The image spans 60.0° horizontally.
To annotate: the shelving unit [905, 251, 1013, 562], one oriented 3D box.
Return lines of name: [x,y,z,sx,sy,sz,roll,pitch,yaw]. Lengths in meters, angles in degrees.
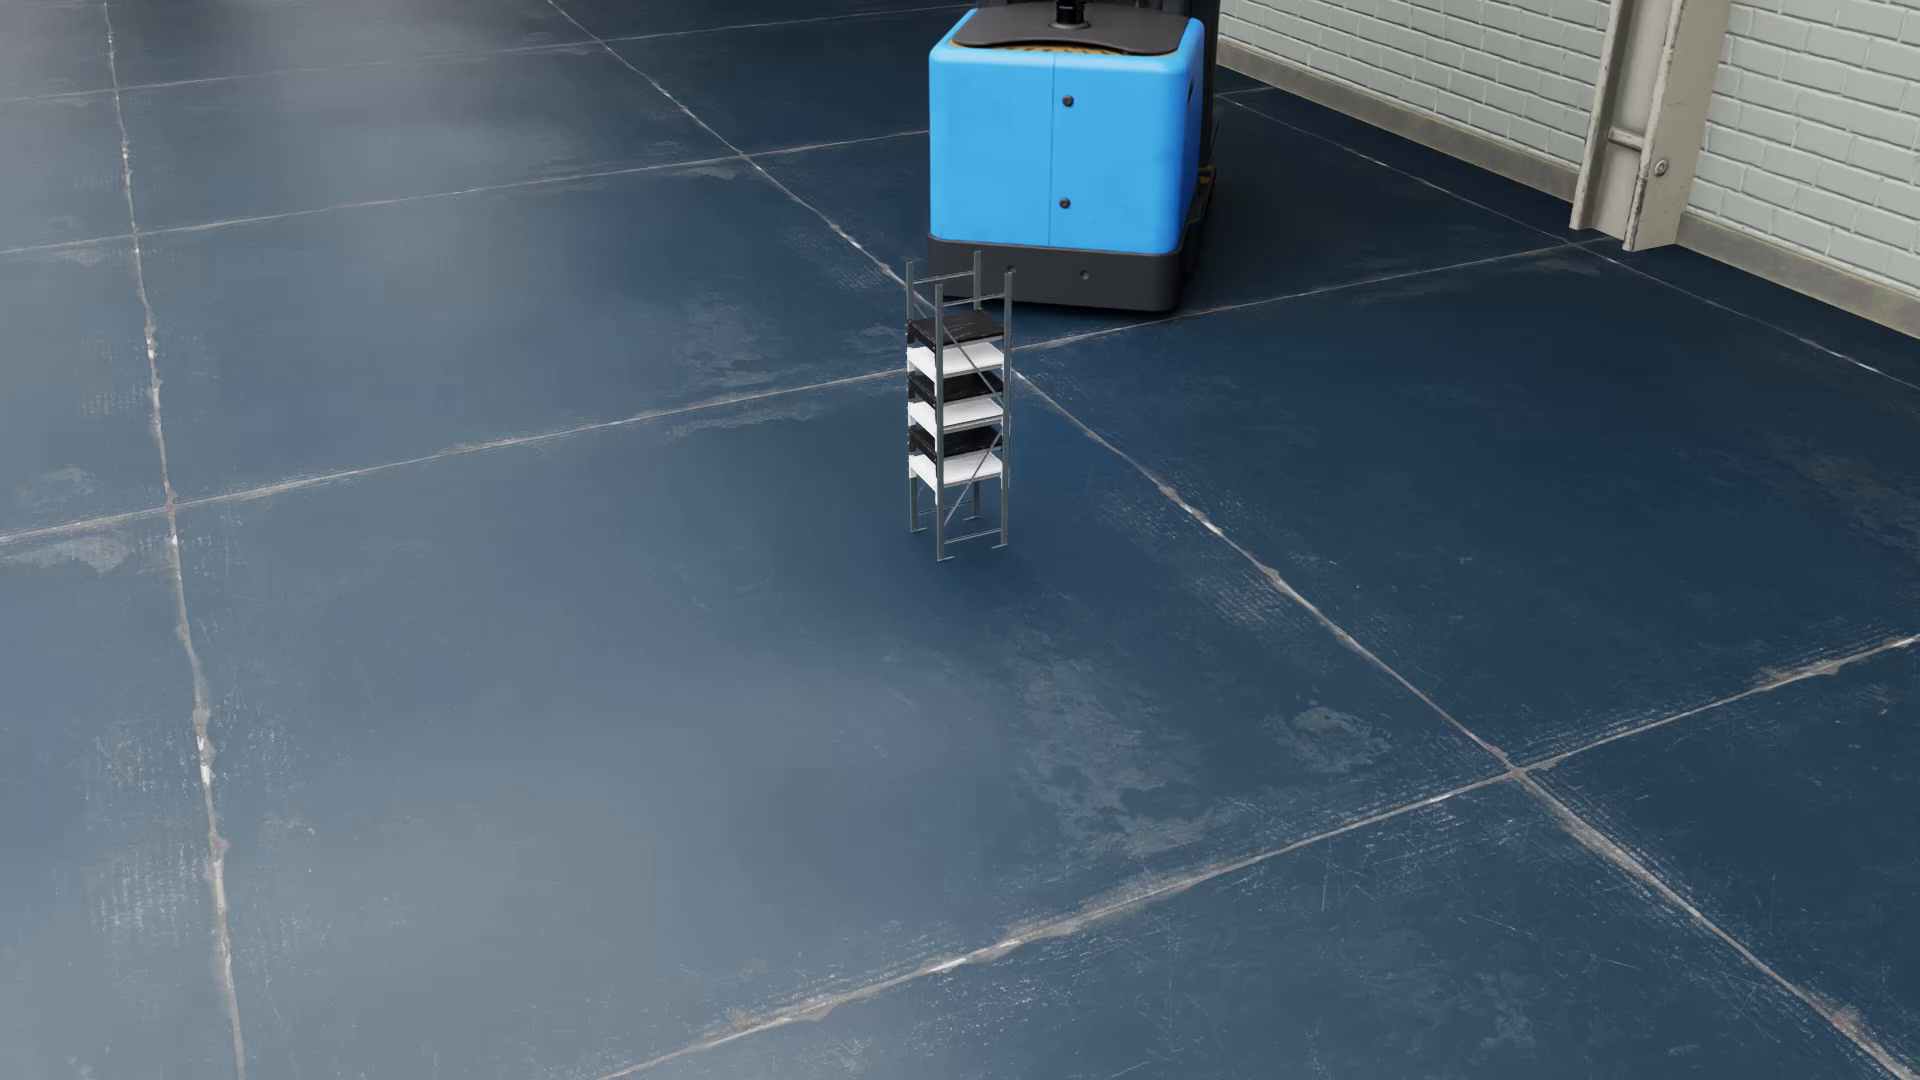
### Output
shelving unit: [-0.003,-0.396,5.036,0.258,0.900,0.210,-13,32,-22]

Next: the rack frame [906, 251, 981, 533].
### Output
rack frame: [-0.047,-0.441,5.116,0.240,0.900,0.006,-13,32,-22]

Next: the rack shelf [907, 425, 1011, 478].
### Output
rack shelf: [-0.003,-0.289,5.097,0.258,0.077,0.200,-13,32,-22]

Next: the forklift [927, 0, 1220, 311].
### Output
forklift: [0.668,-2.912,7.446,1.130,2.935,3.031,6,30,10]

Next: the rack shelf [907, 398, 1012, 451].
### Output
rack shelf: [-0.003,-0.367,5.053,0.258,0.077,0.200,-13,32,-22]

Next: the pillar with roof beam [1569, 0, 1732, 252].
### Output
pillar with roof beam: [-0.772,-4.457,3.998,9.100,9.000,0.400,-13,32,-22]

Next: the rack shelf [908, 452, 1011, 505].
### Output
rack shelf: [-0.003,-0.210,5.141,0.258,0.077,0.200,-13,32,-22]

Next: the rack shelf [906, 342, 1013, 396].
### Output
rack shelf: [-0.003,-0.524,4.965,0.258,0.077,0.200,-13,32,-22]

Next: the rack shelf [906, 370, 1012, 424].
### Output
rack shelf: [-0.003,-0.446,5.009,0.258,0.077,0.200,-13,32,-22]

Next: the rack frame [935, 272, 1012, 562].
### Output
rack frame: [0.040,-0.351,4.956,0.240,0.900,0.006,-13,32,-22]

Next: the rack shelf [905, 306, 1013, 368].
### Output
rack shelf: [-0.003,-0.603,4.921,0.258,0.077,0.200,-13,32,-22]
